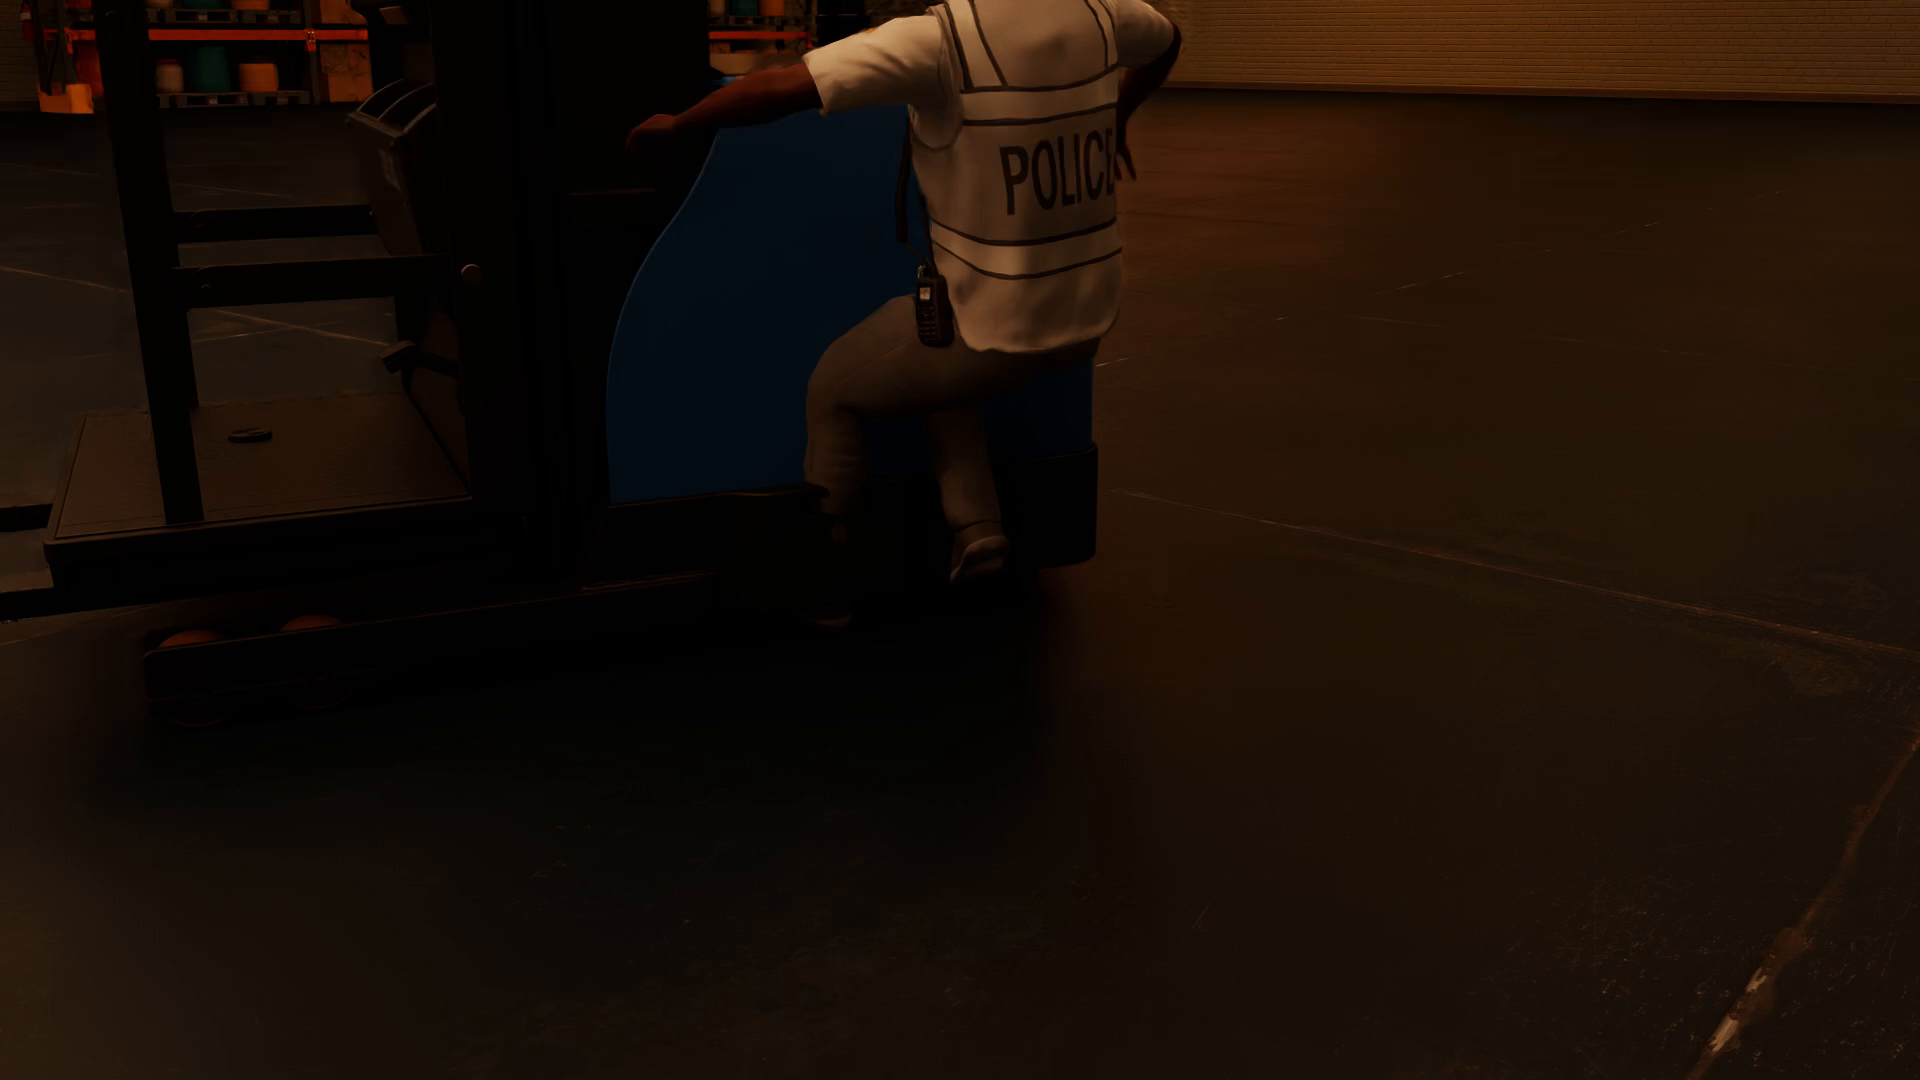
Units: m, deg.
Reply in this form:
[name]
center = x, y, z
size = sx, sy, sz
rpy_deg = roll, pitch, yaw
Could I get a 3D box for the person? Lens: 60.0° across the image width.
[person]
center = -0.052, -0.527, 3.134
size = 1.020, 1.466, 0.813
rpy_deg = -16, 23, -42

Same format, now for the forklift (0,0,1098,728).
[forklift]
center = -1.269, -1.253, 3.022
size = 3.031, 2.935, 1.130
rpy_deg = -7, 18, -23
